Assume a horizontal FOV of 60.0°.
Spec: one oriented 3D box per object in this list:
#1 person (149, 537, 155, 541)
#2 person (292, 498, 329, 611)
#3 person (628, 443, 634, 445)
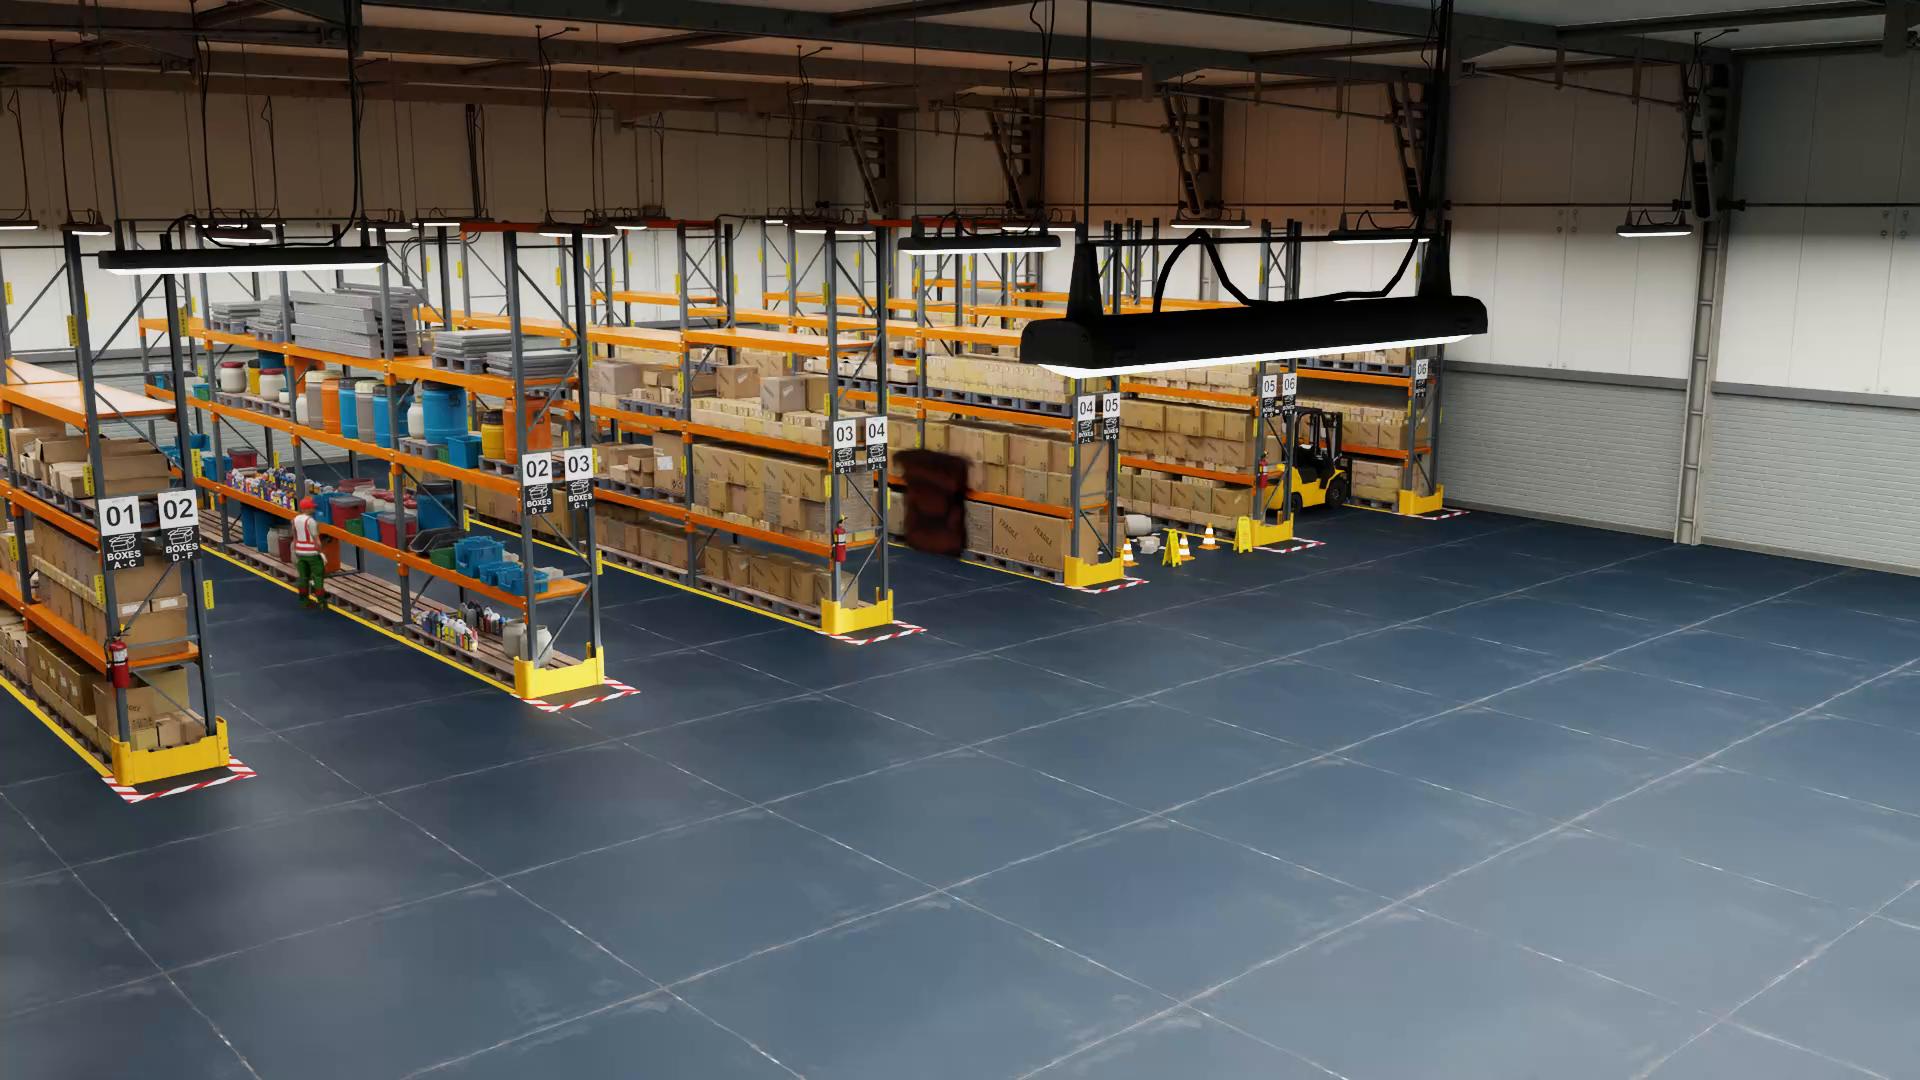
[{"bbox_3d":[-13.409,0.021,27.291,0.425,1.786,0.540,-8,14,-35],"label":"person"},{"bbox_3d":[-10.214,0.221,26.201,0.605,1.791,0.402,6,13,26],"label":"person"},{"bbox_3d":[-6.633,-1.133,33.334,0.444,1.629,1.004,-8,14,-35],"label":"person"}]
